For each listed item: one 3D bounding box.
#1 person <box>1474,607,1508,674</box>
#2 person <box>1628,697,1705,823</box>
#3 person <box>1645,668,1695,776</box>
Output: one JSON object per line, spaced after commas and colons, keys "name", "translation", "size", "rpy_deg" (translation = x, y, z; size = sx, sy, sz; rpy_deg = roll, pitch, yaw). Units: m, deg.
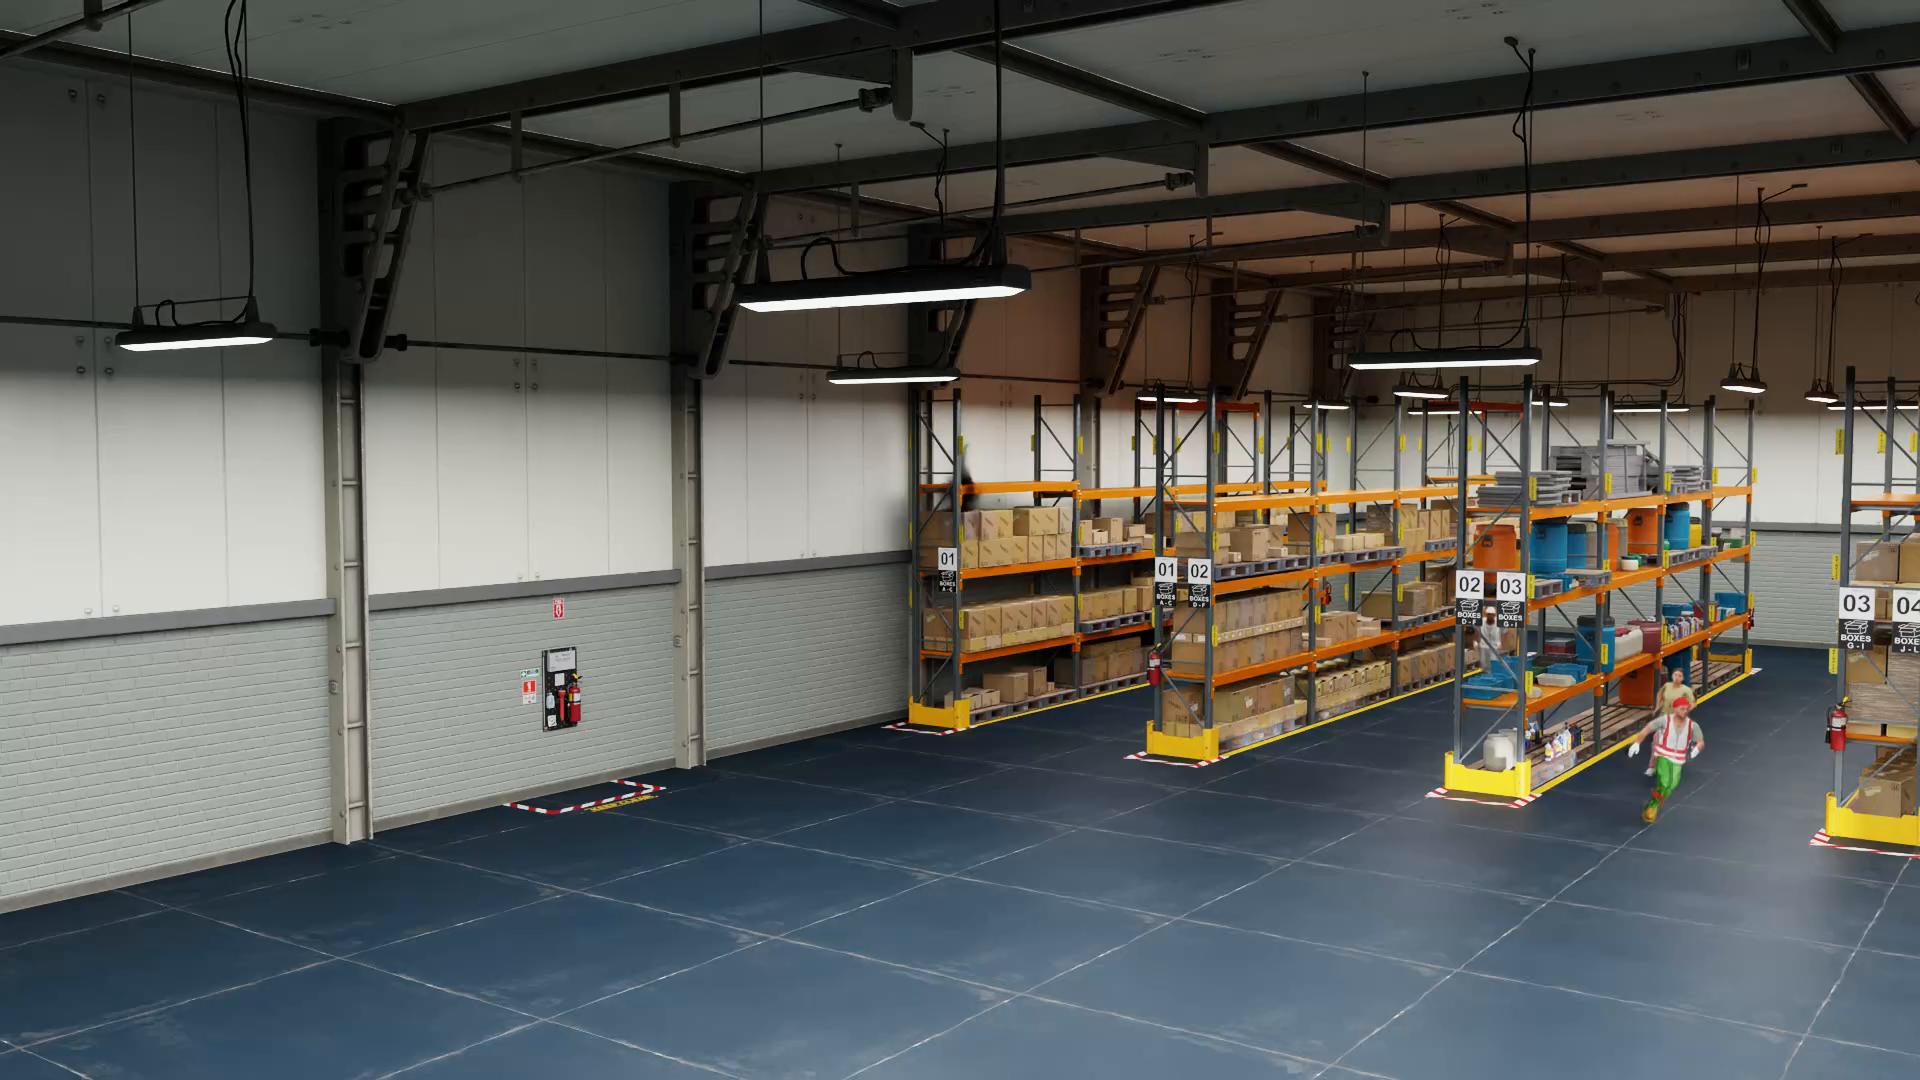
{"name": "person", "translation": [10.874, 2.209, 34.074], "size": [0.674, 1.709, 0.700], "rpy_deg": [1, 3, 20]}
{"name": "person", "translation": [9.393, 2.915, 21.974], "size": [0.847, 1.691, 0.714], "rpy_deg": [0, 3, -3]}
{"name": "person", "translation": [10.855, 2.739, 25.277], "size": [0.610, 1.632, 0.898], "rpy_deg": [3, 4, 40]}
